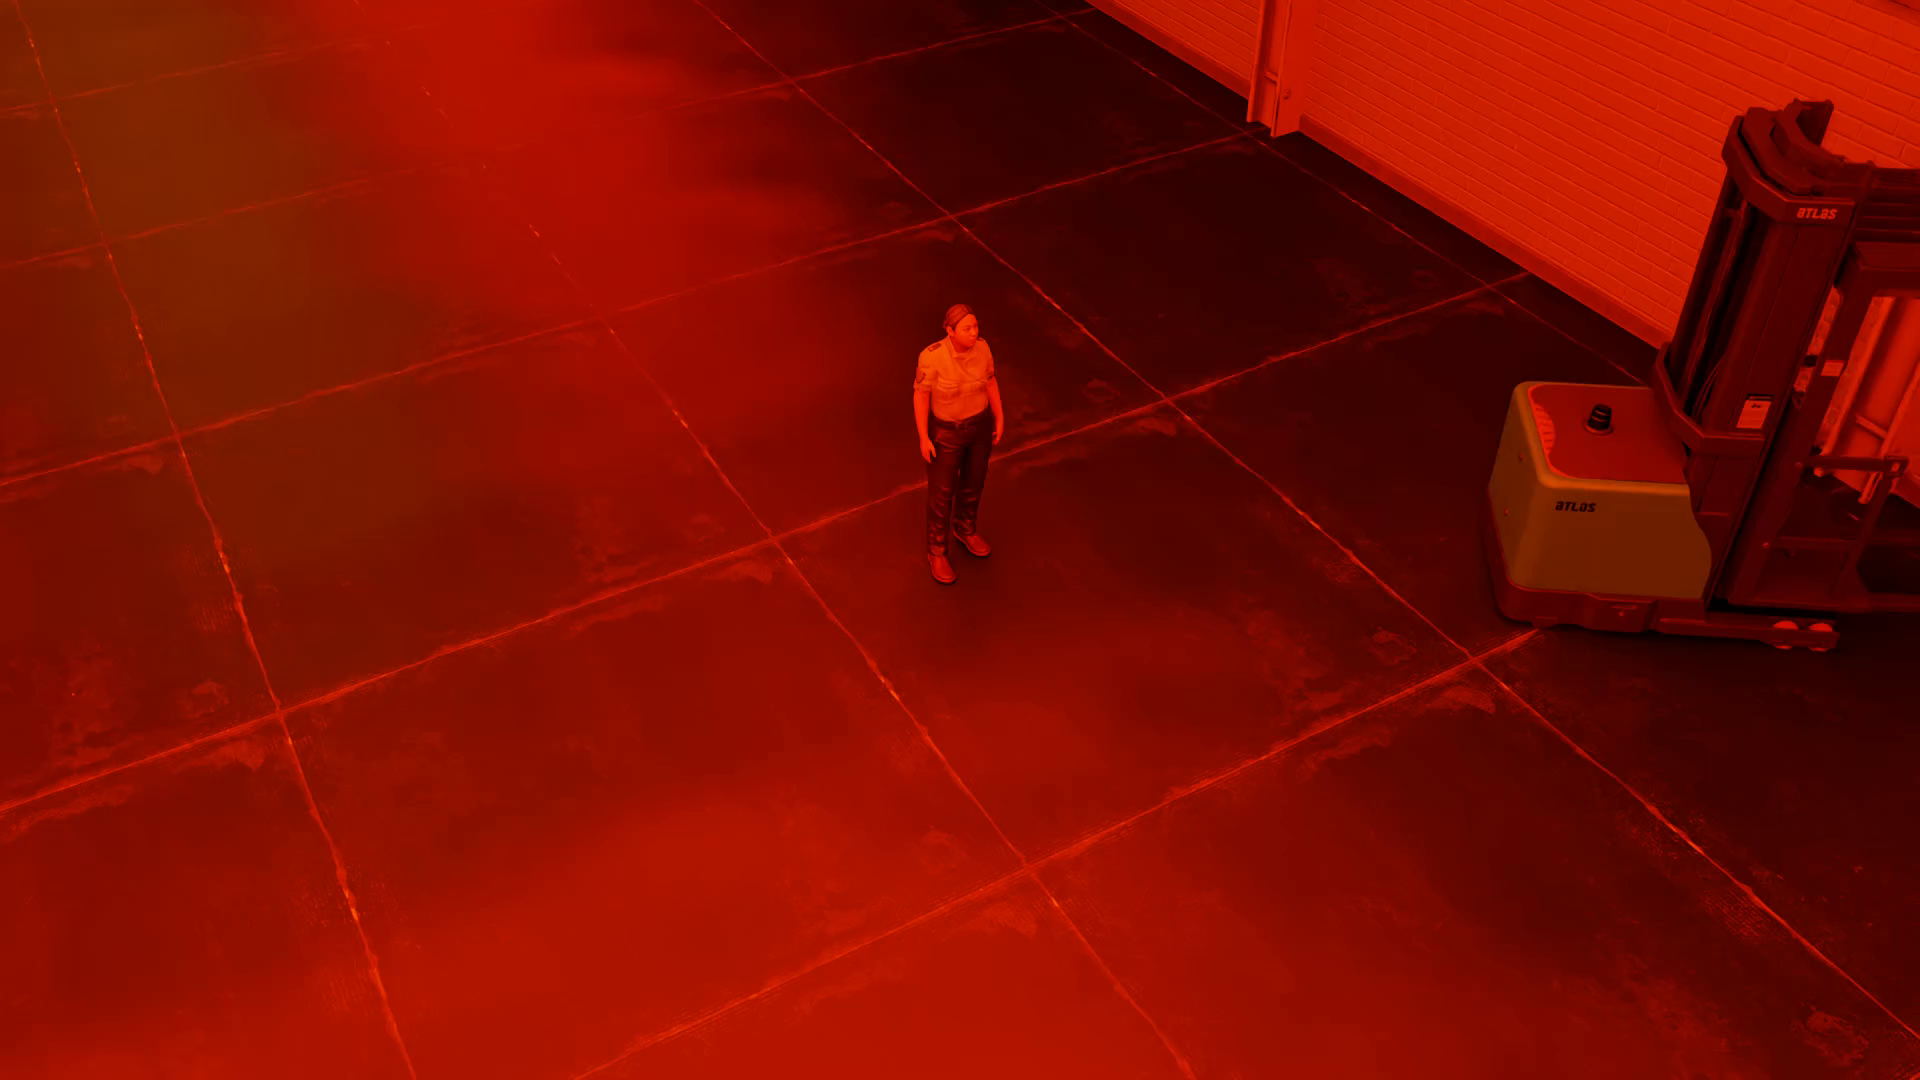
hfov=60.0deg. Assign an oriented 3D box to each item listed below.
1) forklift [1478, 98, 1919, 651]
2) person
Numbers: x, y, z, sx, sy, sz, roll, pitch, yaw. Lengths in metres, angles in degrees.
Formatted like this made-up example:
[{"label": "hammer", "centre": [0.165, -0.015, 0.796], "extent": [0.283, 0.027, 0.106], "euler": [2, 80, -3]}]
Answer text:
[{"label": "forklift", "centre": [4.704, -0.846, 9.057], "extent": [3.031, 2.935, 1.130], "euler": [4, 40, 4]}, {"label": "person", "centre": [0.025, -0.584, 9.732], "extent": [0.598, 1.651, 0.503], "euler": [-20, 44, -23]}]
